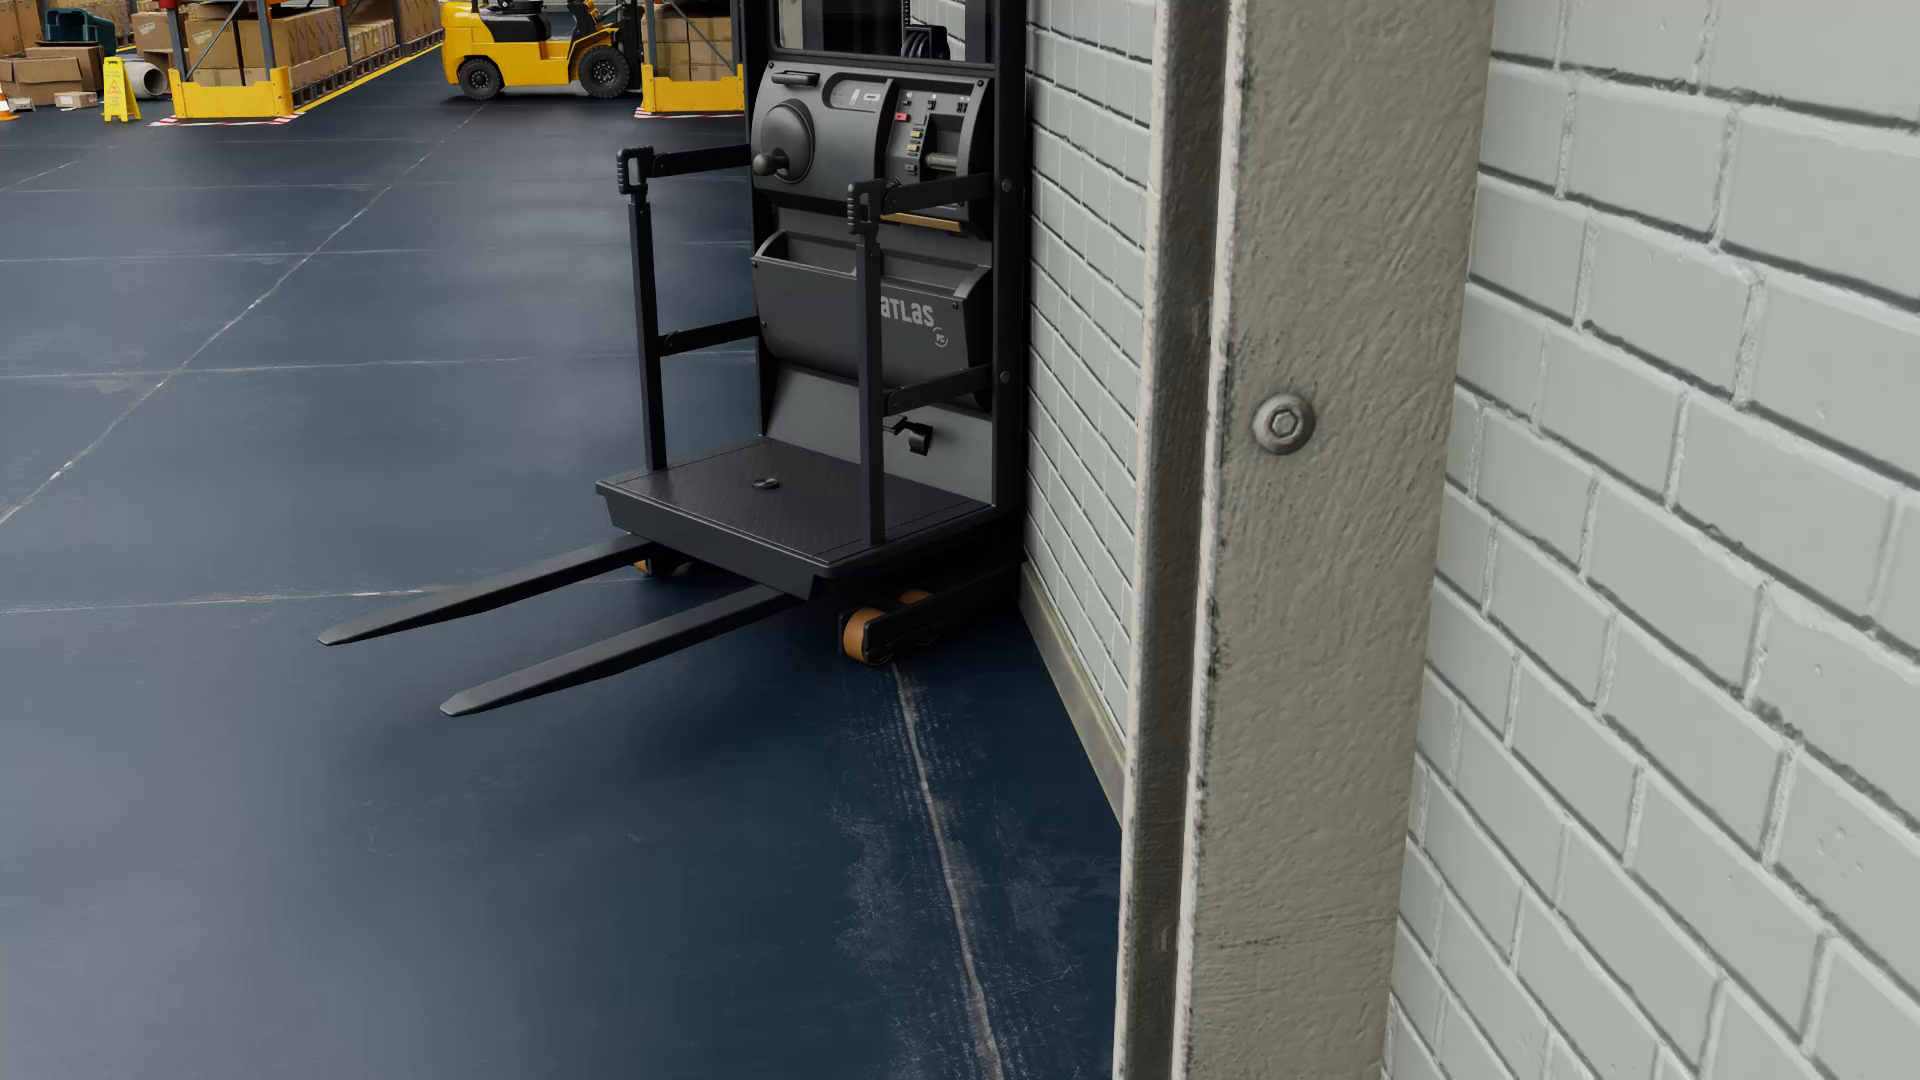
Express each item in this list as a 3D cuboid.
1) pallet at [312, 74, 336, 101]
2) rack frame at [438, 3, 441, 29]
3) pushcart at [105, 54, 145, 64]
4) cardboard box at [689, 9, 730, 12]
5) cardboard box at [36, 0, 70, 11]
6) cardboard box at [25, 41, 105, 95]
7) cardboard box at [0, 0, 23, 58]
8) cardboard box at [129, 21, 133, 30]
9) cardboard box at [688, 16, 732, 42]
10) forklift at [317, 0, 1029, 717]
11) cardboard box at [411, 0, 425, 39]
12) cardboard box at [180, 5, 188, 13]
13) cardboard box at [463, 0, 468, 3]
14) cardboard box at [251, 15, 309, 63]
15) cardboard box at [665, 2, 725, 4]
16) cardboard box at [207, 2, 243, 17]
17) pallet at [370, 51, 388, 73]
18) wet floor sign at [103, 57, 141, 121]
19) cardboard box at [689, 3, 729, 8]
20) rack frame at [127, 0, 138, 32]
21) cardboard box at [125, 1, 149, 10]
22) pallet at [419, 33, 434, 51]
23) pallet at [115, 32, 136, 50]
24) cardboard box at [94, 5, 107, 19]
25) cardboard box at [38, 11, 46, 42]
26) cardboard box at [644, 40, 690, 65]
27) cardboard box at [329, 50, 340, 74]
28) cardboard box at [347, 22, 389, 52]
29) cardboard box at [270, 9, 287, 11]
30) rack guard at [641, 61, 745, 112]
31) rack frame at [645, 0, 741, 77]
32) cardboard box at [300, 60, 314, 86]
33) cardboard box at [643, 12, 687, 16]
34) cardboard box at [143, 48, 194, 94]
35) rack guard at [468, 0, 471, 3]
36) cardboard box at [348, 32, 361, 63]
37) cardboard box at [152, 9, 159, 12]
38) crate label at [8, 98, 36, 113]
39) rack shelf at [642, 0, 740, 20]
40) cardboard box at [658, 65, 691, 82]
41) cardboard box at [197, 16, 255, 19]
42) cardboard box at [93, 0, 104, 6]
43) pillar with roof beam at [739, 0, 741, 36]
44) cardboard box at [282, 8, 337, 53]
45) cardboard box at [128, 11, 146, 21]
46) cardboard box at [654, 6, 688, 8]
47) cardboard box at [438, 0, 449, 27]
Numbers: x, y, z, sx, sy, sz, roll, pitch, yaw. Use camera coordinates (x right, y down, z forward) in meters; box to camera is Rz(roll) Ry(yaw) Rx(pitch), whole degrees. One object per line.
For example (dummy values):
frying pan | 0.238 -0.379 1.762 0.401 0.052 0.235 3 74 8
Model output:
pallet | -8.121 -5.412 19.904 1.003 0.211 1.213 -3 21 -8
rack frame | -9.586 -10.142 28.583 1.000 3.000 0.127 -3 21 -8
pushcart | -10.681 -6.011 21.272 1.648 0.377 0.936 -11 23 -26
cardboard box | -3.031 -6.316 20.241 0.500 0.250 0.500 -3 21 -9
cardboard box | -13.753 -8.100 25.018 0.500 0.250 0.500 -4 21 -10
cardboard box | -10.757 -5.685 20.025 0.797 0.637 0.503 -3 21 -8
cardboard box | -13.765 -7.097 23.047 1.050 0.750 0.750 -3 21 -7
cardboard box | -14.204 -8.861 28.628 0.380 0.149 0.250 -4 21 -10
cardboard box | -2.826 -5.792 18.837 0.500 0.250 0.500 -3 21 -9
forklift | -0.425 -1.214 4.776 1.130 2.935 3.031 18 27 40
cardboard box | -9.151 -8.511 26.653 0.875 0.875 0.875 -3 21 -7
cardboard box | -14.611 -9.895 30.970 0.380 0.149 0.250 -4 21 -10
cardboard box | -9.968 -10.300 32.068 0.875 0.438 0.875 -4 21 -10
cardboard box | -7.782 -5.729 19.027 0.500 0.500 0.500 -4 21 -10
cardboard box | -3.919 -7.651 24.706 0.875 0.625 0.625 -2 21 -6
cardboard box | -8.382 -6.026 18.894 0.380 0.149 0.250 -3 21 -7
pallet | -8.725 -6.759 23.510 1.003 0.211 1.213 -3 21 -8
wet floor sign | -8.887 -4.765 17.551 0.267 0.644 0.232 4 21 11
cardboard box | -3.259 -6.840 21.644 0.500 0.250 0.500 -3 21 -7
rack frame | -14.469 -9.857 27.821 1.000 3.000 0.127 -3 21 -8
cardboard box | -14.380 -9.310 28.981 0.380 0.149 0.250 -3 21 -9
pallet | -9.221 -8.149 27.233 1.003 0.211 1.213 -3 21 -8
pallet | -14.356 -8.282 27.588 1.003 0.211 1.213 -3 21 -8
cardboard box | -13.970 -8.284 26.581 0.500 0.500 0.500 -3 21 -9
cardboard box | -13.742 -7.756 25.167 0.500 0.500 0.500 -4 21 -10
cardboard box | -3.324 -5.534 18.862 0.500 0.250 0.500 -3 21 -8
cardboard box | -7.995 -5.906 20.571 0.500 0.250 0.500 -3 21 -9
cardboard box | -8.823 -7.272 24.054 0.950 0.372 0.625 -3 21 -9
cardboard box | -8.526 -6.229 20.366 0.500 0.500 0.500 -2 21 -6
rack guard | -2.941 -5.060 18.548 1.175 0.500 0.348 -3 21 -8
rack frame | -2.944 -6.239 18.133 1.000 3.000 0.127 -3 21 -8
cardboard box | -7.765 -5.366 19.126 0.500 0.250 0.500 -2 21 -6
cardboard box | -3.482 -6.110 19.689 0.500 0.250 0.500 -3 21 -7
cardboard box | -9.624 -5.763 20.427 0.500 0.500 0.500 12 24 29
rack guard | -10.166 -10.364 32.751 1.175 0.500 0.348 -3 21 -8
cardboard box | -8.510 -6.519 22.040 0.950 0.372 0.625 -3 21 -7
cardboard box | -14.453 -9.355 29.526 0.380 0.149 0.250 -2 21 -5
crate label | -10.418 -4.825 18.440 0.250 0.136 0.298 -15 25 -35
rack shelf | -3.233 -6.594 20.113 1.077 0.370 4.000 -3 21 -8
cardboard box | -3.325 -5.294 18.934 0.500 0.250 0.500 -3 21 -7
cardboard box | -8.308 -5.692 18.927 0.500 0.500 0.500 -2 21 -6
cardboard box | -13.961 -8.628 26.431 0.500 0.250 0.500 -4 21 -10
pillar with roof beam | -8.143 -13.273 28.393 9.100 9.000 0.400 -3 21 -8
cardboard box | -8.006 -6.265 20.460 0.500 0.500 0.500 -3 21 -7
cardboard box | -14.205 -9.000 28.574 0.380 0.149 0.250 -2 21 -5
cardboard box | -3.698 -6.640 21.108 0.500 0.250 0.500 -3 21 -8
cardboard box | -9.570 -9.361 29.555 0.875 0.438 0.875 -3 21 -9
